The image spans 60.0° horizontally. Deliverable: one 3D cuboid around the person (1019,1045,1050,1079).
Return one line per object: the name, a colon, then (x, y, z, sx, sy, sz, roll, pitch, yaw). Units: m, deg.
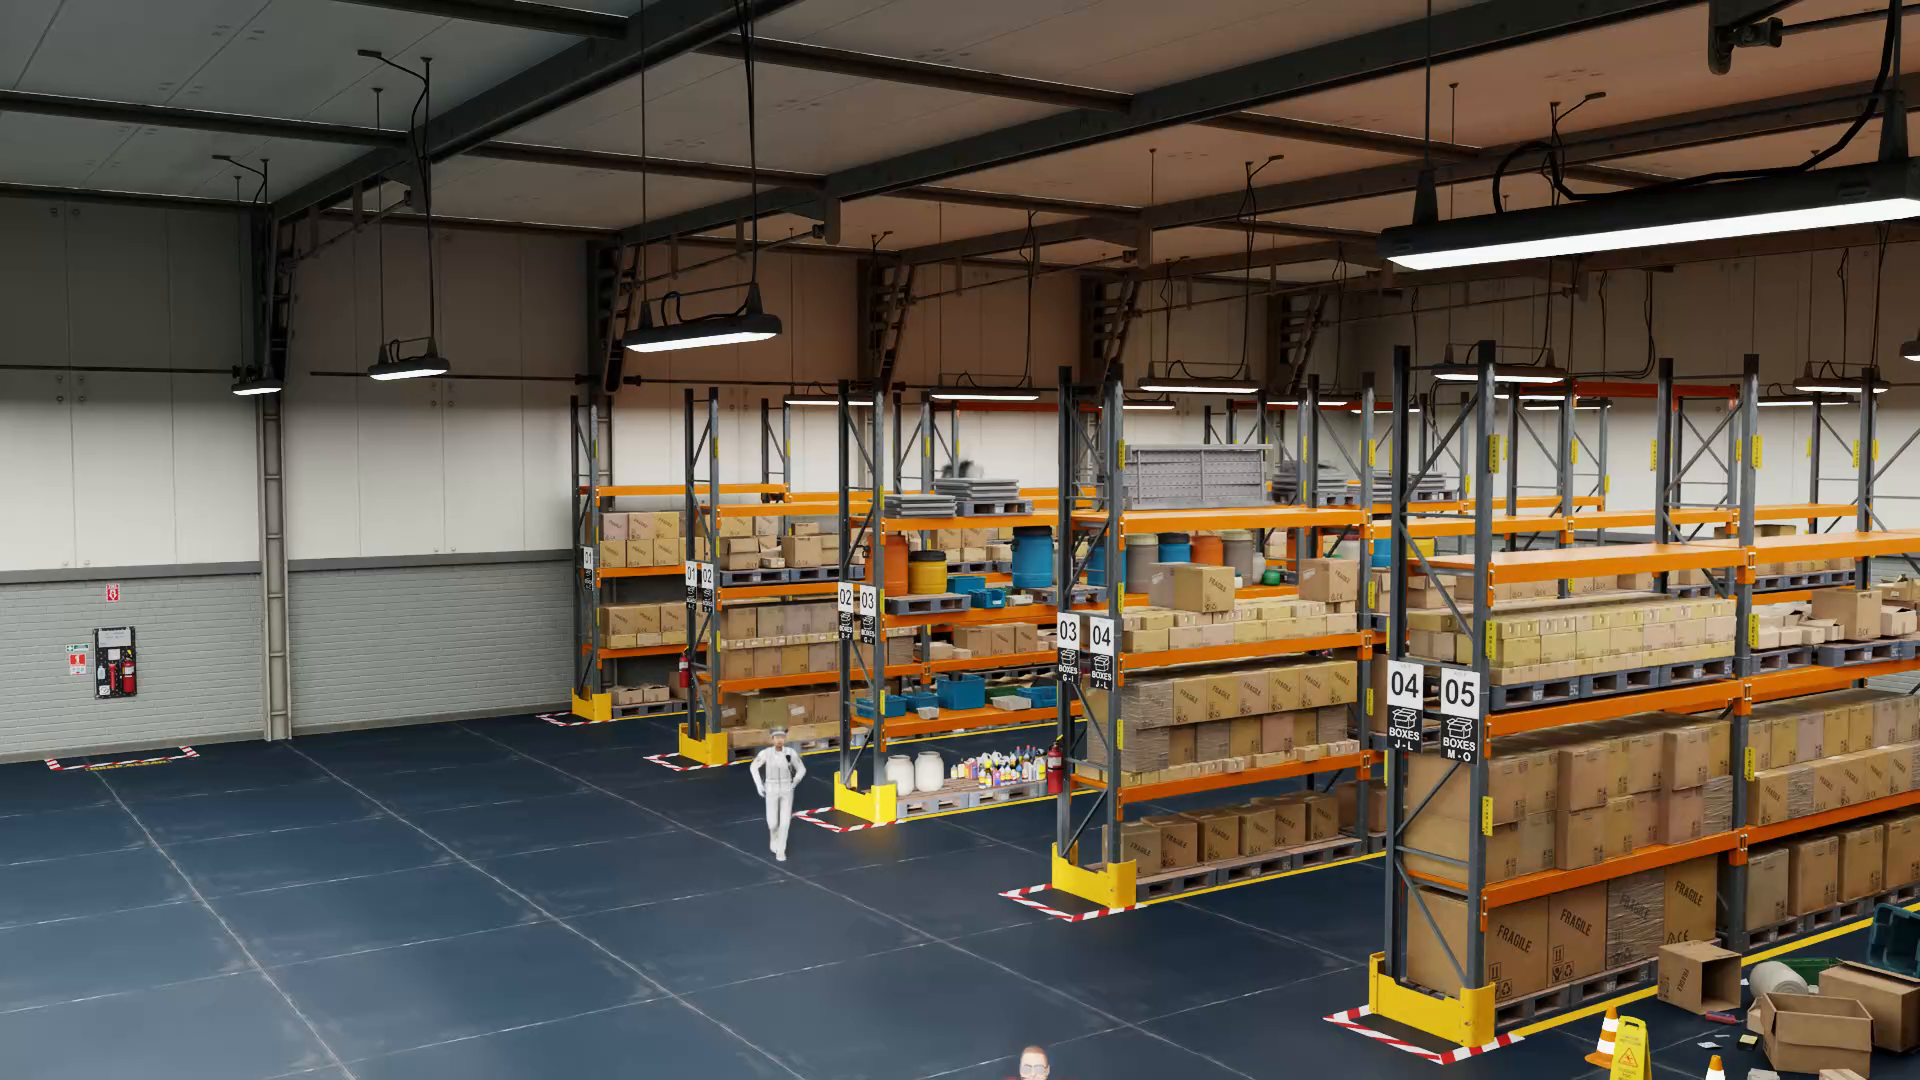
person: (0.416, 3.744, 9.451, 0.633, 1.678, 0.593, 0, 3, 7)

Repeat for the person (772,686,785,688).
person: (-3.132, 2.513, 29.558, 0.704, 1.743, 0.687, -3, 5, -44)

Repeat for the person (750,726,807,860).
person: (-2.217, 3.114, 20.460, 0.677, 1.668, 0.553, -1, 4, -12)
